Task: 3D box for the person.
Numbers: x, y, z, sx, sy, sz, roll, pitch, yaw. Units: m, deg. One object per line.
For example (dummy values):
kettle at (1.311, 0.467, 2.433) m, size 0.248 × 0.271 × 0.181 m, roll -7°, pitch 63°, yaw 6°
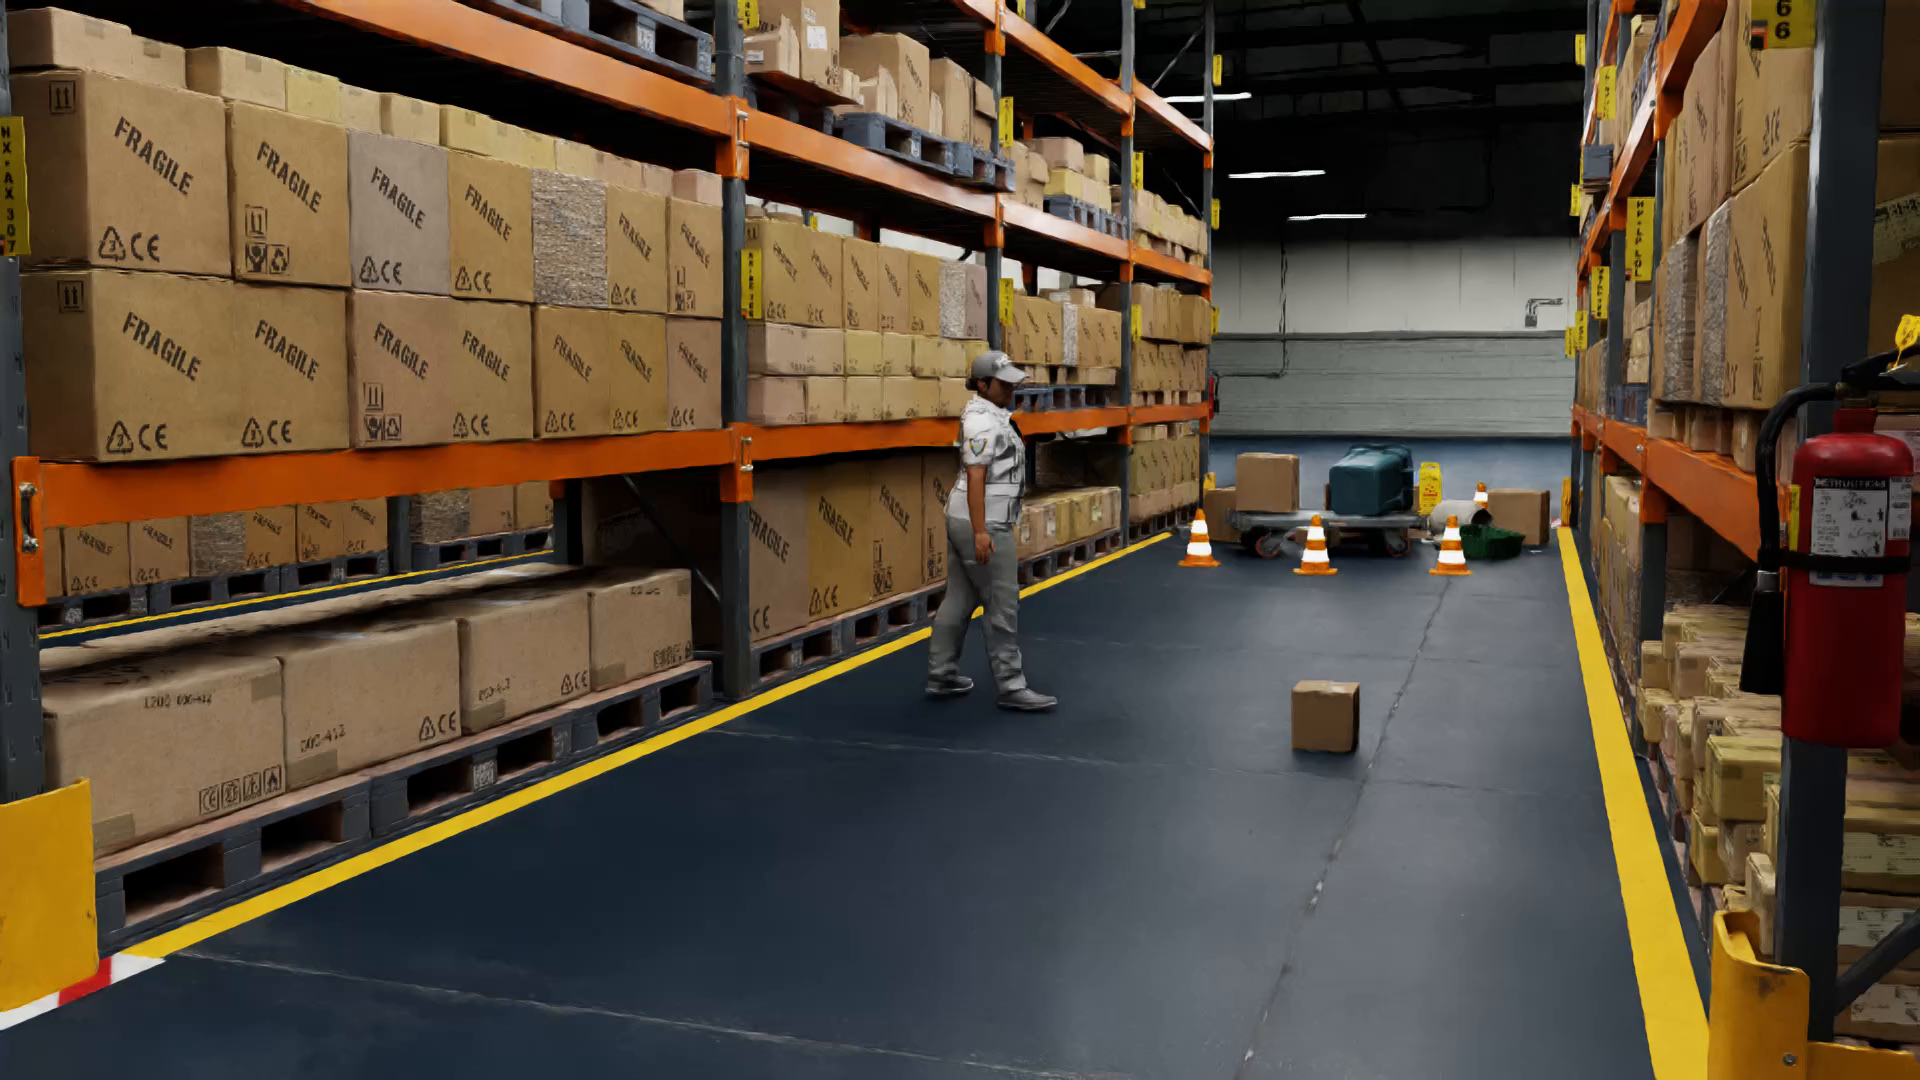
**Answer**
person at (0.141, -0.058, 7.788) m, size 0.616 × 1.650 × 0.603 m, roll 0°, pitch 5°, yaw -1°
